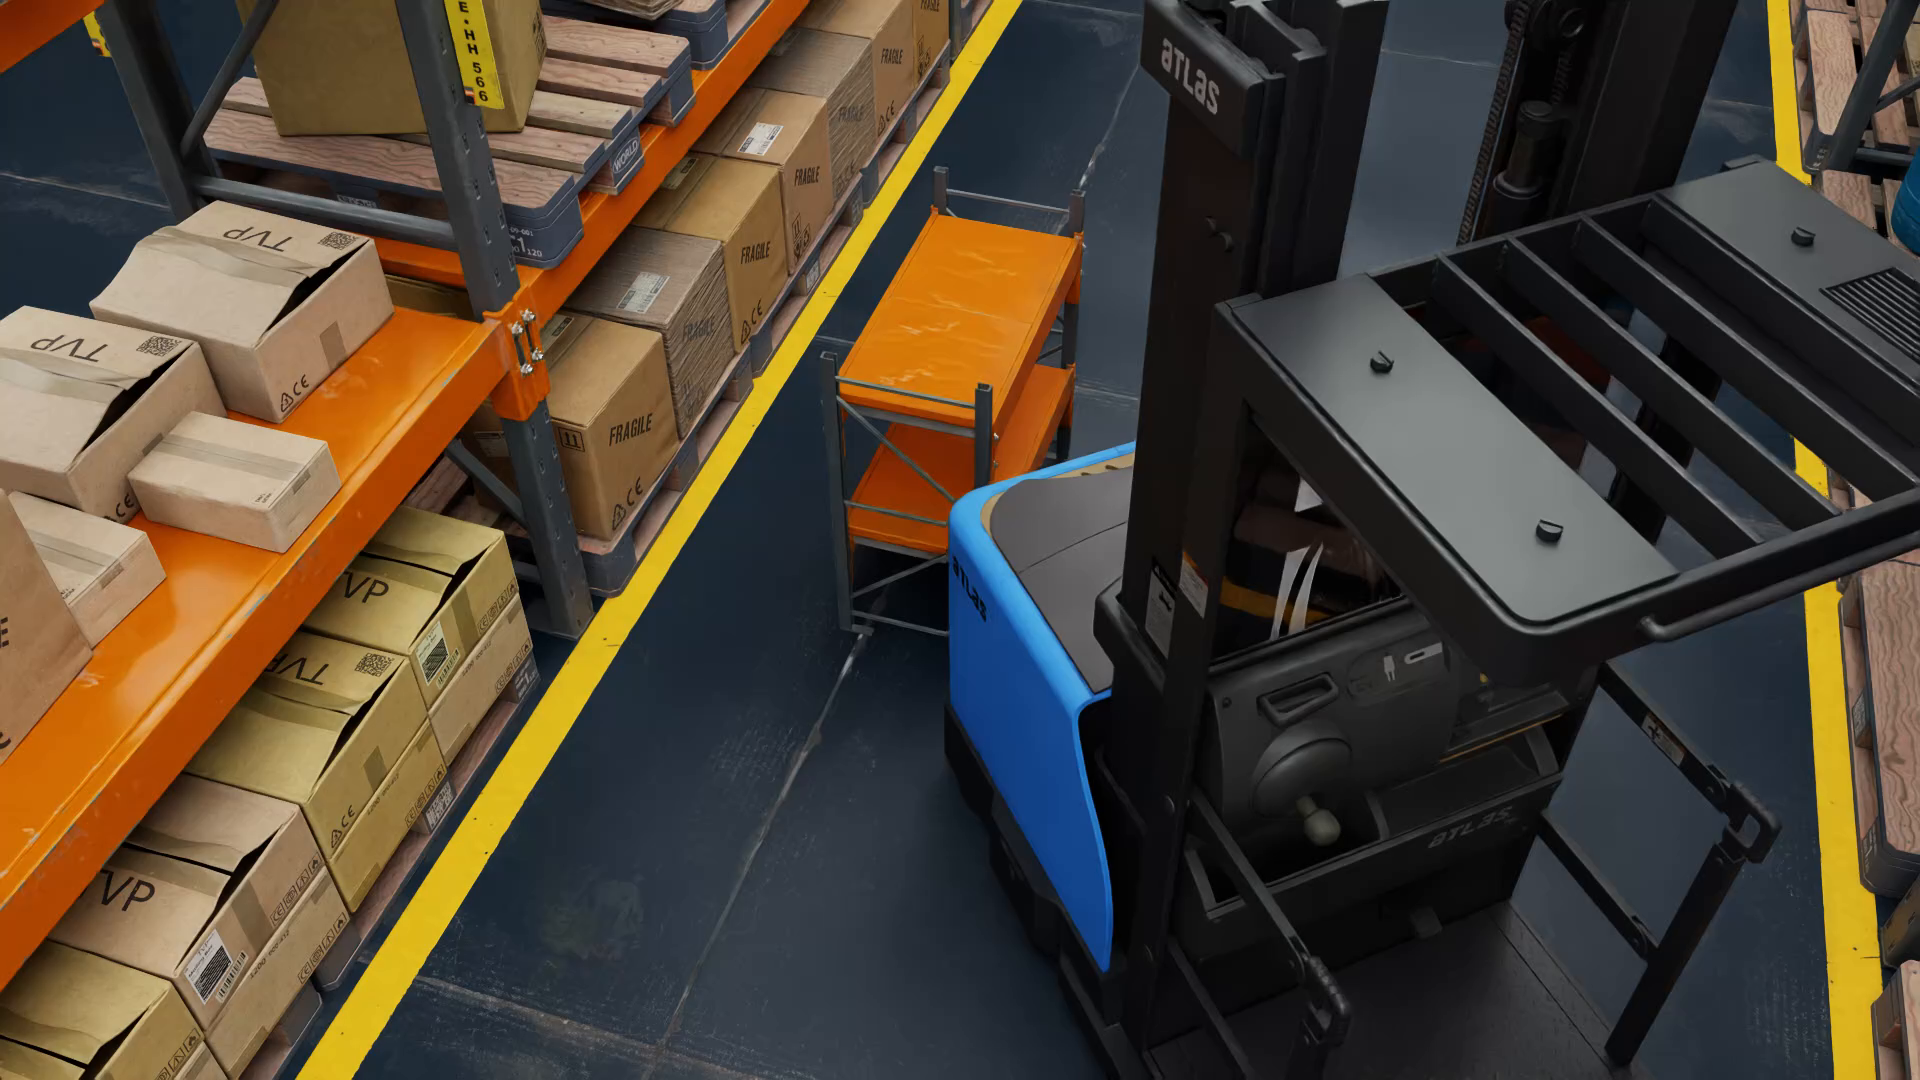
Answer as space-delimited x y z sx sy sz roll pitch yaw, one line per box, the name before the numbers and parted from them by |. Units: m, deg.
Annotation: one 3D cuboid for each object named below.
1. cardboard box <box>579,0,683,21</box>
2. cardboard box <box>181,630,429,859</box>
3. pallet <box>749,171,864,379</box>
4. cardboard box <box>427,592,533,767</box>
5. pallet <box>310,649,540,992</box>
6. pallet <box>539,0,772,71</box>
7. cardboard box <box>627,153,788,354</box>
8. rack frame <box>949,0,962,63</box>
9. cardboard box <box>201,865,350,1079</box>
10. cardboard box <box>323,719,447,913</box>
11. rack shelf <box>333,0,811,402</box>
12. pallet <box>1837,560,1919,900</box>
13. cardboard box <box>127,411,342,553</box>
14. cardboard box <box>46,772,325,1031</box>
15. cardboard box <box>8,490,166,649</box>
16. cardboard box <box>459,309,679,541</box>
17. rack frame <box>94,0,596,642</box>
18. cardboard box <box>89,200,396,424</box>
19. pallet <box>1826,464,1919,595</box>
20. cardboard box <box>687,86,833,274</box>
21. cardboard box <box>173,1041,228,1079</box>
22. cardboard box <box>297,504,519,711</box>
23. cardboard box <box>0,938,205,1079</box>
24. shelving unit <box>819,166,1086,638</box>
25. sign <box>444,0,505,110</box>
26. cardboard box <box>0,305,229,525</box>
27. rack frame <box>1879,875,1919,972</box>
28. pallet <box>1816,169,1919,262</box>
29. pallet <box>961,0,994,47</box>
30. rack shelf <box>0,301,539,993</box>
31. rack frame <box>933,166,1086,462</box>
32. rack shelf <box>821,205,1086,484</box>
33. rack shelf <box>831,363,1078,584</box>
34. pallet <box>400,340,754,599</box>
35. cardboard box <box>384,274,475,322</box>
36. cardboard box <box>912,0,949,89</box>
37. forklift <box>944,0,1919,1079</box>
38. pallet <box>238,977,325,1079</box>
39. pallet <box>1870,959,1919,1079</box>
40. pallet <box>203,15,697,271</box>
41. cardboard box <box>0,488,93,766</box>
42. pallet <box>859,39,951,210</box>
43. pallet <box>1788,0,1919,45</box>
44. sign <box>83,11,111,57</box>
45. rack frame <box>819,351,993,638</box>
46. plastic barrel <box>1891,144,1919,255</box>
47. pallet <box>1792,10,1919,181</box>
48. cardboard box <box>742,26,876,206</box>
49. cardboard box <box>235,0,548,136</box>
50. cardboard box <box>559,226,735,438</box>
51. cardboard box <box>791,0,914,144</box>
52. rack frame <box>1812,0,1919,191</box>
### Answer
cardboard box | -1.157 -2.086 5.366 0.700 0.500 0.500 21 48 20
cardboard box | -1.774 0.494 4.366 0.500 0.311 0.500 12 46 12
pallet | -1.065 -1.191 6.816 1.003 0.211 1.213 13 46 13
cardboard box | -1.626 0.347 4.916 0.500 0.250 0.500 14 46 13
pallet | -1.985 0.649 4.935 1.003 0.211 1.213 13 46 13
pallet | -1.114 -2.116 5.905 1.003 0.211 1.213 13 46 13
cardboard box | -0.979 -1.078 6.179 0.500 0.500 0.500 12 46 12
rack frame | -0.488 -3.554 7.237 1.000 3.000 0.127 13 46 13
cardboard box | -1.934 1.026 4.222 0.500 0.250 0.500 14 46 13
cardboard box | -1.778 0.692 4.564 0.500 0.250 0.500 12 46 12
rack shelf | -1.093 -1.964 6.126 1.077 0.370 4.000 13 46 13
pallet | 3.220 0.626 4.959 1.003 0.211 1.213 13 46 13
cardboard box | -1.708 -0.140 3.928 0.380 0.149 0.250 13 46 13
cardboard box | -1.929 0.829 4.022 0.500 0.311 0.500 12 46 12
cardboard box | -2.031 0.064 3.719 0.380 0.149 0.250 16 47 15
cardboard box | -1.289 -0.394 5.481 0.500 0.500 0.500 14 46 14
rack frame | -1.699 -0.888 4.512 1.000 3.000 0.127 13 46 13
cardboard box | -1.851 -0.623 4.305 0.500 0.311 0.500 15 46 15
pallet | 3.591 -0.184 5.787 1.003 0.211 1.213 13 46 13
cardboard box | -0.826 -1.427 6.536 0.500 0.500 0.500 11 45 11
cardboard box | -2.087 1.370 3.871 0.500 0.250 0.500 13 46 13
cardboard box | -1.623 0.146 4.721 0.500 0.311 0.500 14 46 14
cardboard box | -2.083 1.163 3.682 0.500 0.311 0.500 14 46 14
shelving unit | 0.002 -0.407 5.361 0.538 1.125 1.048 13 46 13
sign | -1.169 -1.186 3.990 0.100 0.325 0.005 13 46 13
cardboard box | -2.154 -0.301 3.976 0.500 0.311 0.500 12 46 12
rack frame | 3.021 0.164 3.438 1.000 3.000 0.127 13 46 13
pallet | 3.959 -1.000 6.621 1.003 0.211 1.213 13 46 13
pallet | -0.279 -3.015 8.680 1.003 0.211 1.213 13 46 13
rack shelf | -2.305 0.703 3.402 1.077 0.370 4.000 13 46 13
rack frame | 0.156 -0.745 5.707 0.500 1.125 0.032 13 46 13
rack shelf | 0.002 -0.616 5.156 0.538 0.278 1.000 13 46 13
rack shelf | 0.002 -0.232 5.532 0.538 0.278 1.000 13 46 13
pallet | -1.437 -0.381 5.988 1.003 0.211 1.213 13 46 13
cardboard box | -1.639 -0.825 5.921 0.500 0.500 0.500 14 46 14
cardboard box | -0.364 -2.428 7.559 0.500 0.500 0.500 12 46 12
forklift | 1.011 0.413 3.233 1.130 2.935 3.031 -17 47 -17
pallet | -2.357 1.460 4.107 1.003 0.211 1.213 13 46 13
pallet | 2.749 1.669 3.894 1.003 0.211 1.213 13 46 13
pallet | -1.560 -1.286 5.057 1.213 0.211 1.003 13 46 13
cardboard box | -2.191 0.198 3.331 0.500 0.500 0.500 10 45 10
pallet | -0.698 -2.007 7.650 1.003 0.211 1.213 13 46 13
pallet | 4.785 -2.820 8.481 1.003 0.211 1.213 13 46 13
sign | -2.219 -1.382 4.246 0.100 0.325 0.005 13 46 13
rack frame | -0.152 -0.068 5.015 0.500 1.125 0.032 13 46 13
plastic barrel | 4.051 -1.543 6.383 0.600 0.901 0.708 13 46 13
pallet | 4.418 -2.004 7.647 1.003 0.211 1.213 13 46 13
cardboard box | -0.674 -1.766 6.883 0.500 0.500 0.500 13 46 13
cardboard box | -1.616 -1.517 4.784 0.700 0.500 0.500 -1 44 -1
cardboard box | -1.135 -0.745 5.839 0.500 0.500 0.500 11 45 11
cardboard box | -0.522 -2.100 7.224 0.500 0.500 0.500 13 46 13
rack frame | 4.232 -2.502 6.162 1.000 3.000 0.127 13 46 13
